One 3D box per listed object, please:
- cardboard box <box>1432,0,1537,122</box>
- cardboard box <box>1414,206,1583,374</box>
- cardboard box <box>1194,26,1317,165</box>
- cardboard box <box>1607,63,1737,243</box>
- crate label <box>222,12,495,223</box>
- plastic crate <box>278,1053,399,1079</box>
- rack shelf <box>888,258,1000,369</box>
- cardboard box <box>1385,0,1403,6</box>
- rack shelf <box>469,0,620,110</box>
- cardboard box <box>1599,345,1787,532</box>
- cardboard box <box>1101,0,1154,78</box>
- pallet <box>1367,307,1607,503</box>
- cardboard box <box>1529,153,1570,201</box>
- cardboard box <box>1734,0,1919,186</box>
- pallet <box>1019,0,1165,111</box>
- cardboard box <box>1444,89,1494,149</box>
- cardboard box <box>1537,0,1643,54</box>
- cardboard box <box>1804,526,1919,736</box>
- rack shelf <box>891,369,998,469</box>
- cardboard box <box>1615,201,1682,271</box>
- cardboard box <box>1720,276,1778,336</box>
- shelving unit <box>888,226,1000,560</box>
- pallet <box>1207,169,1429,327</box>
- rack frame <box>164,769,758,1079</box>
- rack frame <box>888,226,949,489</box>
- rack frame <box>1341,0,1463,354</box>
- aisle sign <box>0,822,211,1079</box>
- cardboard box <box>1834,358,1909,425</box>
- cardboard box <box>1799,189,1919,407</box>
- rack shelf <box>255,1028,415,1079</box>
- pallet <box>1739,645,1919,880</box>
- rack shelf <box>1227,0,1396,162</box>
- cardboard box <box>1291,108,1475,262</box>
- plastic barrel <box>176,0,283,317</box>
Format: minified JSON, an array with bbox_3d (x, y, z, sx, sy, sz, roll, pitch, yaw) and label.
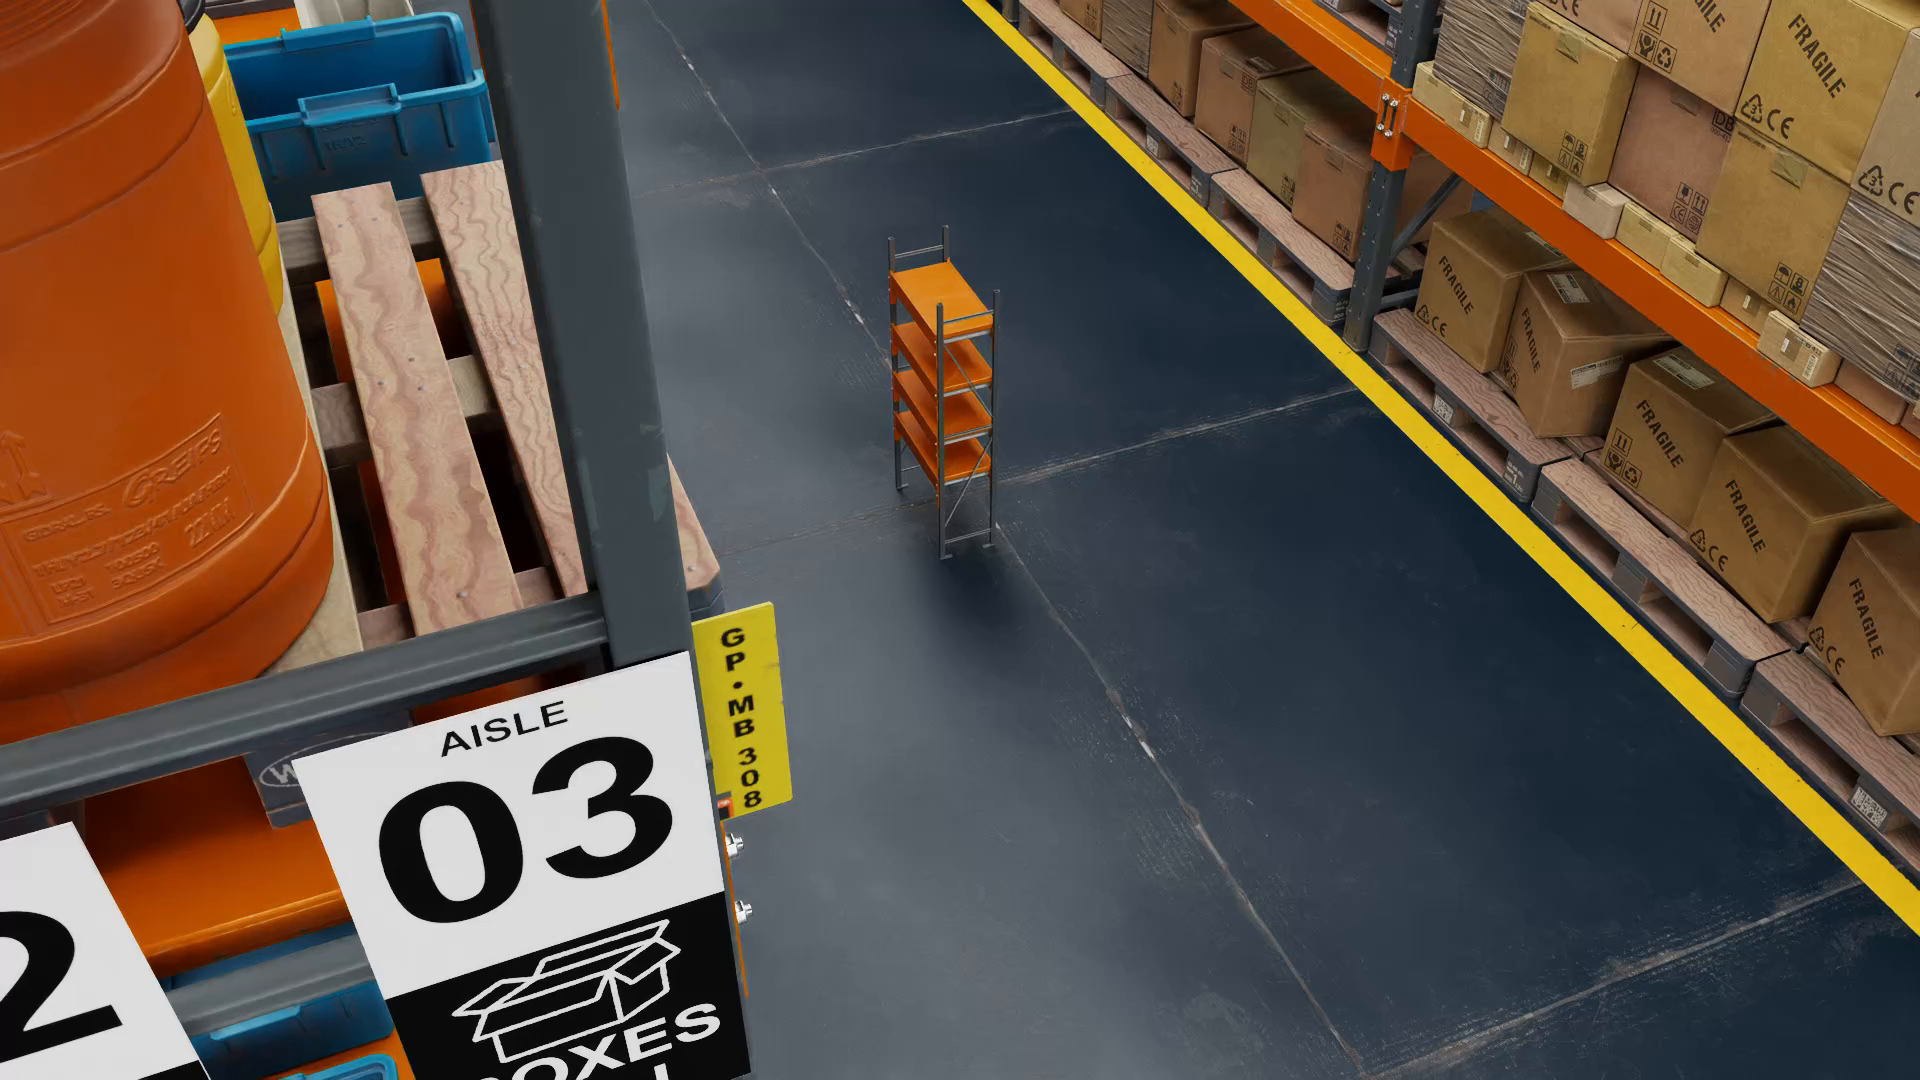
[{"bbox_3d":[2.400,-2.030,6.506,0.875,0.500,0.500,-15,43,-17],"label":"cardboard box"},{"bbox_3d":[2.401,-1.127,7.355,0.500,0.500,0.500,-16,43,-18],"label":"cardboard box"},{"bbox_3d":[1.690,-2.389,8.808,0.700,0.500,0.500,-19,44,-20],"label":"cardboard box"},{"bbox_3d":[2.843,-1.444,5.824,0.875,0.500,0.500,-15,43,-17],"label":"cardboard box"},{"bbox_3d":[-1.171,-0.812,3.207,0.502,0.251,0.408,-15,43,-17],"label":"crate label"},{"bbox_3d":[-1.228,1.308,3.042,0.499,0.251,0.616,-15,43,-17],"label":"plastic crate"},{"bbox_3d":[-0.063,-0.853,6.219,0.258,0.148,0.480,-15,43,-17],"label":"rack shelf"},{"bbox_3d":[2.110,-3.066,7.233,1.000,1.000,1.000,-15,43,-17],"label":"cardboard box"},{"bbox_3d":[-1.526,-1.576,2.540,1.077,0.370,4.000,-15,43,-17],"label":"rack shelf"},{"bbox_3d":[2.937,-0.429,6.544,0.500,0.500,0.500,-19,44,-21],"label":"cardboard box"},{"bbox_3d":[1.253,-3.065,9.594,0.700,0.500,0.500,-19,44,-20],"label":"cardboard box"},{"bbox_3d":[2.575,-0.713,7.418,1.003,0.211,1.213,-15,43,-17],"label":"pallet"},{"bbox_3d":[2.399,-1.421,6.294,0.380,0.149,0.250,-15,43,-17],"label":"cardboard box"},{"bbox_3d":[2.807,-1.461,5.077,0.500,0.500,0.500,-15,43,-17],"label":"cardboard box"},{"bbox_3d":[1.052,-3.047,10.132,1.003,0.211,1.213,-15,43,-17],"label":"pallet"},{"bbox_3d":[2.173,-1.713,6.634,0.380,0.149,0.250,-15,43,-17],"label":"cardboard box"},{"bbox_3d":[2.415,-2.061,5.774,0.500,0.500,0.500,-15,43,-17],"label":"cardboard box"},{"bbox_3d":[3.332,0.300,5.696,0.500,0.500,0.500,-5,41,-6],"label":"cardboard box"},{"bbox_3d":[-0.063,-0.504,6.519,0.258,0.148,0.480,-15,43,-17],"label":"rack shelf"},{"bbox_3d":[2.590,-1.120,5.944,0.380,0.149,0.250,-15,43,-17],"label":"cardboard box"},{"bbox_3d":[2.813,-0.827,5.604,0.380,0.149,0.250,-15,43,-17],"label":"cardboard box"},{"bbox_3d":[-0.063,-0.555,6.475,0.258,1.200,0.503,-15,43,-17],"label":"shelving unit"},{"bbox_3d":[1.986,-1.578,8.423,1.003,0.211,1.213,-15,43,-17],"label":"pallet"},{"bbox_3d":[-0.761,1.479,2.730,1.000,3.000,0.127,-15,43,-17],"label":"rack frame"},{"bbox_3d":[-0.157,-0.702,6.646,0.240,1.200,0.015,-15,43,-17],"label":"rack frame"},{"bbox_3d":[2.285,-2.166,6.969,1.000,3.000,0.127,-15,43,-17],"label":"rack frame"},{"bbox_3d":[-1.007,0.611,1.745,0.394,0.787,0.004,-15,43,-17],"label":"aisle sign"},{"bbox_3d":[3.022,-0.531,5.259,0.380,0.149,0.250,-15,43,-17],"label":"cardboard box"},{"bbox_3d":[3.177,-0.829,5.108,0.875,0.500,0.500,-15,43,-17],"label":"cardboard box"},{"bbox_3d":[-1.526,0.547,4.365,1.077,0.370,4.000,-15,43,-17],"label":"rack shelf"},{"bbox_3d":[3.508,0.757,5.708,1.003,0.211,1.213,-15,43,-17],"label":"pallet"},{"bbox_3d":[1.520,-3.098,8.604,1.077,0.370,4.000,-15,43,-17],"label":"rack shelf"},{"bbox_3d":[2.070,-1.761,8.076,0.700,0.500,0.500,-18,44,-20],"label":"cardboard box"},{"bbox_3d":[-1.314,-0.544,2.315,0.600,0.588,0.600,0,41,0],"label":"plastic barrel"}]
